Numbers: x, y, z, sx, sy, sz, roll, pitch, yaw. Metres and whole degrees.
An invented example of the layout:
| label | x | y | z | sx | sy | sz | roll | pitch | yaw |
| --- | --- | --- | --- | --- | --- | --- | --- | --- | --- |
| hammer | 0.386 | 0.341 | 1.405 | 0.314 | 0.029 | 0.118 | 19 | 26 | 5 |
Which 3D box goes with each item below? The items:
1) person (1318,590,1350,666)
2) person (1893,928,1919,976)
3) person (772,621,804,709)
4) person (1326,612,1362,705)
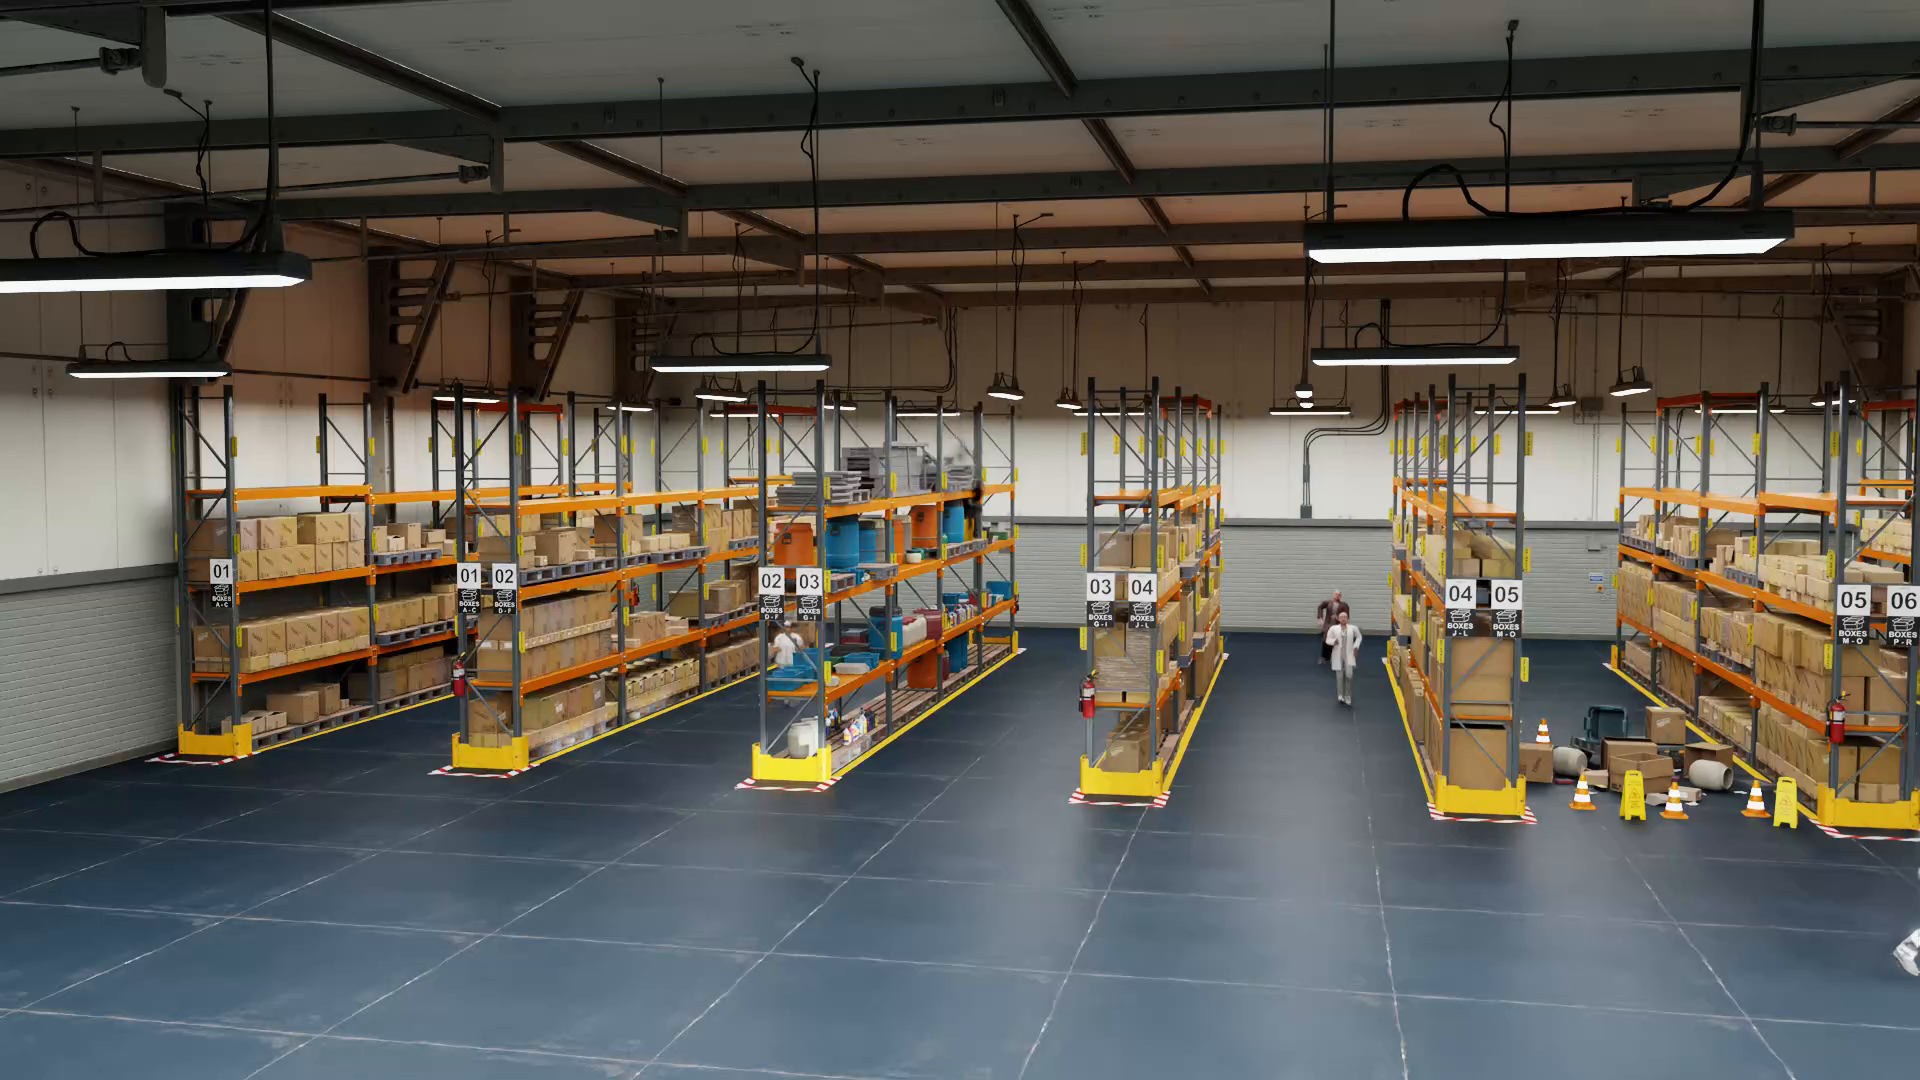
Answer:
| label | x | y | z | sx | sy | sz | roll | pitch | yaw |
| --- | --- | --- | --- | --- | --- | --- | --- | --- | --- |
| person | 8.525 | 2.049 | 37.960 | 0.702 | 1.634 | 0.716 | 1 | 3 | 10 |
| person | 9.167 | 3.235 | 15.406 | 0.676 | 1.807 | 0.883 | -2 | 4 | -37 |
| person | -3.307 | 2.398 | 31.905 | 0.586 | 1.695 | 0.660 | 0 | 3 | 2 |
| person | 7.470 | 2.314 | 32.368 | 0.688 | 1.813 | 0.755 | 1 | 3 | 13 |
